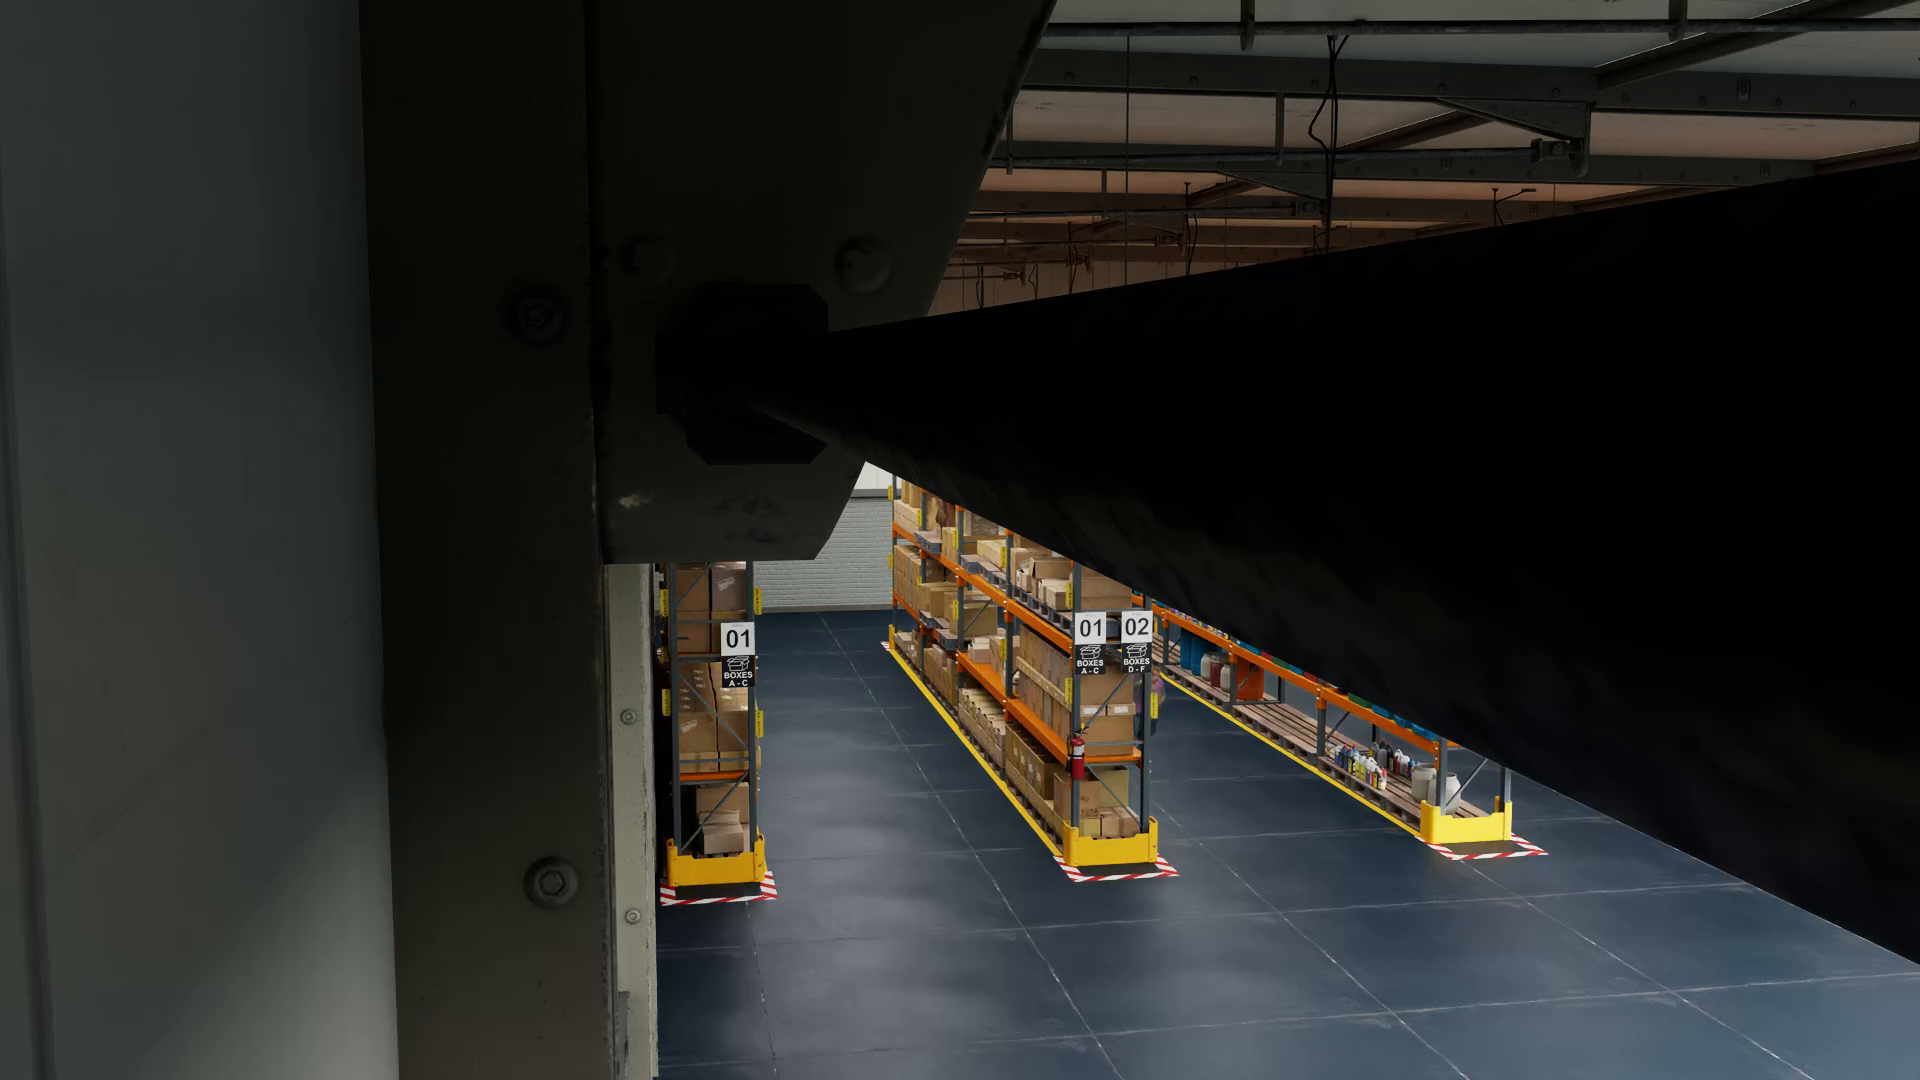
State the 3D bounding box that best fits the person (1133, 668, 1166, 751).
[{"bbox_3d":[2.985,2.748,26.250,0.525,1.526,0.667,-3,7,-22],"label":"person"}]
